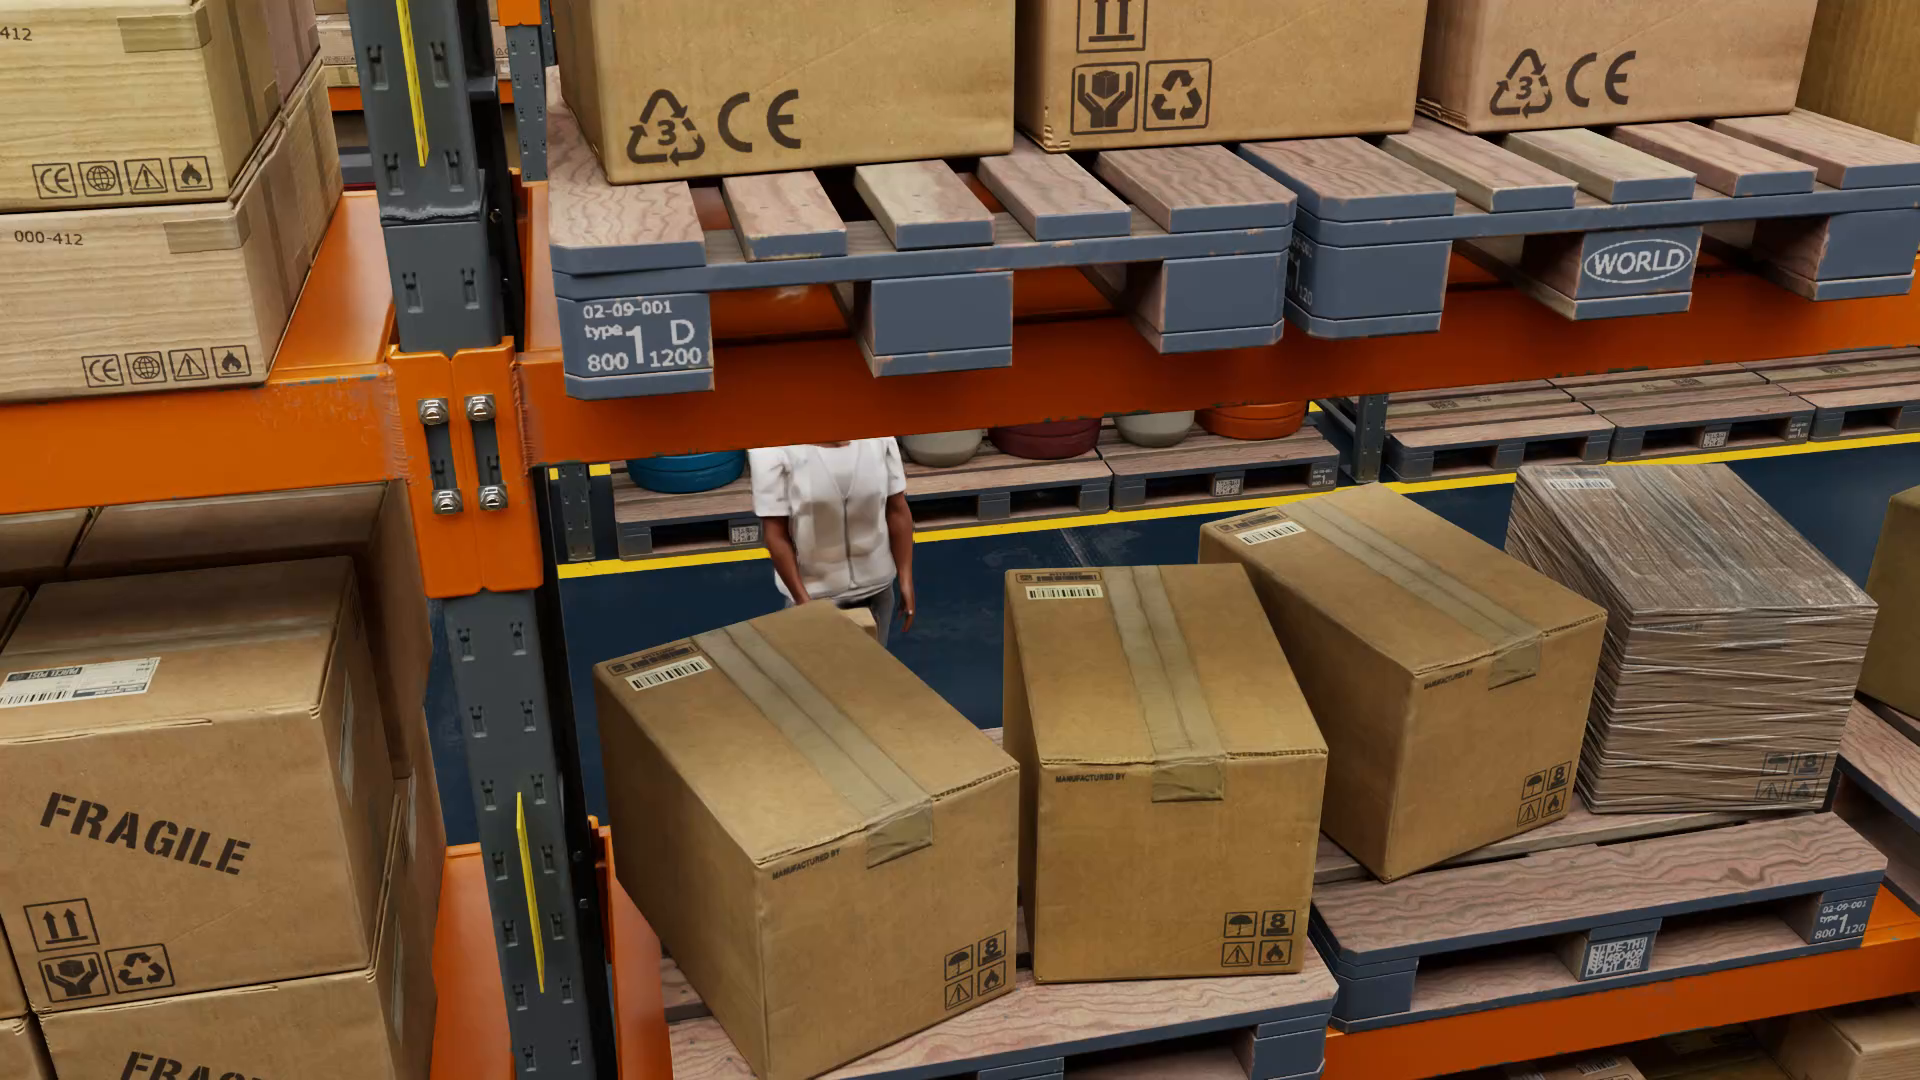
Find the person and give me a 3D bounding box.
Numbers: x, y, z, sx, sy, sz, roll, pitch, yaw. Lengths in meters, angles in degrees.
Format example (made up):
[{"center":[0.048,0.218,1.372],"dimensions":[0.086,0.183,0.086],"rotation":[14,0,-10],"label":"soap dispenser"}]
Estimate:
[{"center":[-0.418,0.176,5.719],"dimensions":[0.583,1.773,0.496],"rotation":[-14,30,-25],"label":"person"}]
